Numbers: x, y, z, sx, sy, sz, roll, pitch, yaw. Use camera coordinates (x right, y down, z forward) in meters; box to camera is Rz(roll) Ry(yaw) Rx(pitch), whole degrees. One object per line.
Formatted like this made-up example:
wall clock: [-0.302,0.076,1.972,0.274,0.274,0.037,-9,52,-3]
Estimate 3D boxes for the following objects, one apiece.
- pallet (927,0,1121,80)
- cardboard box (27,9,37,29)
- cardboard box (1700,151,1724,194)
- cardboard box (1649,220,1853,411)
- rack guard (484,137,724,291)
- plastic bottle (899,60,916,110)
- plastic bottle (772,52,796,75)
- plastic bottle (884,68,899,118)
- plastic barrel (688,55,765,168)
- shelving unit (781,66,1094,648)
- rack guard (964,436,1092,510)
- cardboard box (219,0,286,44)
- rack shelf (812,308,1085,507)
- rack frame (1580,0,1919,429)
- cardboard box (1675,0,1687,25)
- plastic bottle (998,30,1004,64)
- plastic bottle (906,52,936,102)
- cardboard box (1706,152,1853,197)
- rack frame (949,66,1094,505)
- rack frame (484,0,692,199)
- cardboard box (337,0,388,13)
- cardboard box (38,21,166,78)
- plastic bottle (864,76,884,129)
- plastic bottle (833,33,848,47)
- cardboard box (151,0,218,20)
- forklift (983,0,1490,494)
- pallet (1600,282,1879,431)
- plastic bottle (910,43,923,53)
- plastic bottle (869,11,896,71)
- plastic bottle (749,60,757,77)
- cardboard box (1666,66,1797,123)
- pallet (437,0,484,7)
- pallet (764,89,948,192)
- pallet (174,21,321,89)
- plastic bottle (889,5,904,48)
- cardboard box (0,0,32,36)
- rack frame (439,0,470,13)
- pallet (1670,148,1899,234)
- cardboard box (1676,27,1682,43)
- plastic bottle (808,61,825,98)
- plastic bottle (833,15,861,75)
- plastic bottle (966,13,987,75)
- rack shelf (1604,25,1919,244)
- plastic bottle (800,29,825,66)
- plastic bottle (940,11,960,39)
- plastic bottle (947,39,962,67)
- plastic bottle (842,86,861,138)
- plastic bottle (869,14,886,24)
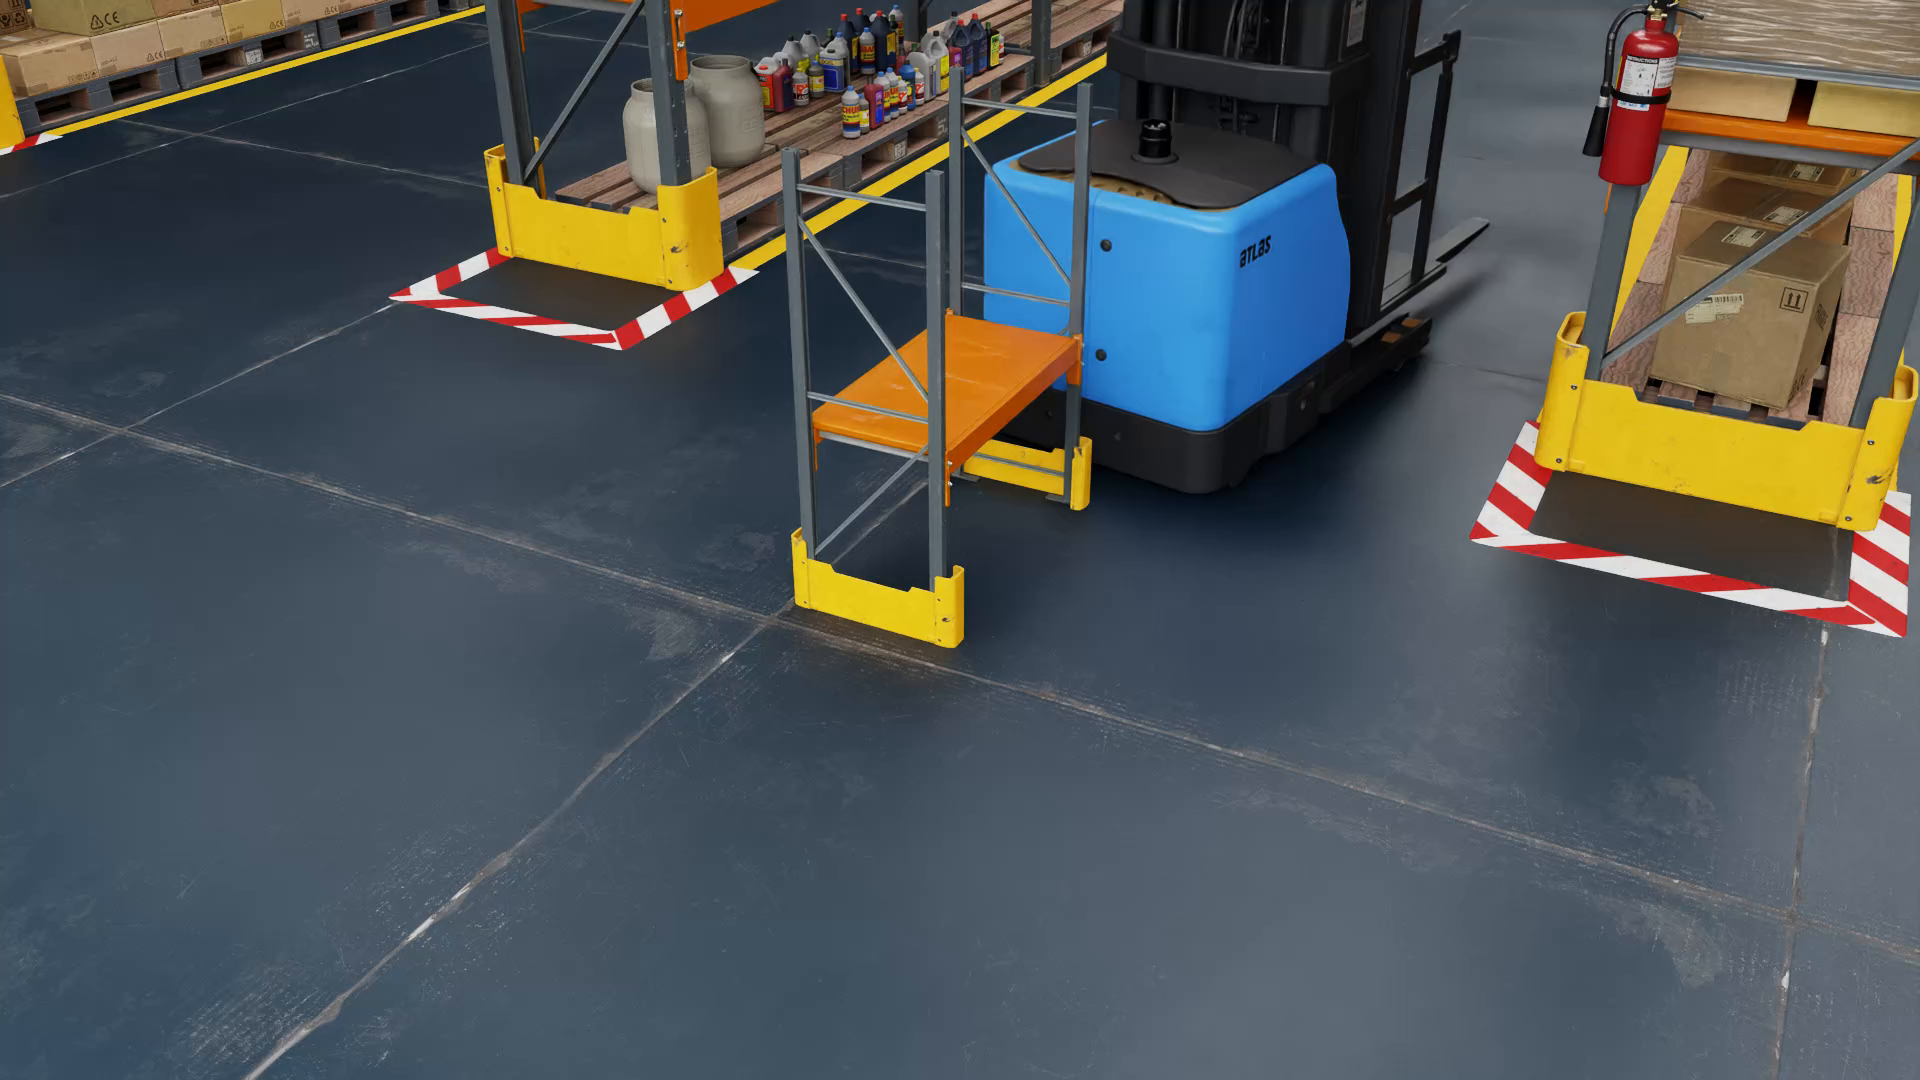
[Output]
pallet: [0.442,-3.538,11.699,1.003,0.211,1.213,14,33,23]
cardboard box: [-5.912,-3.261,10.757,0.500,0.250,0.500,14,33,23]
cardboard box: [4.056,-1.941,8.207,0.500,0.500,0.500,-26,39,-37]
cardboard box: [3.006,-0.865,6.332,0.500,0.500,0.500,21,36,32]
rack guard: [-1.710,-1.578,7.995,1.175,0.500,0.348,14,33,23]
plastic bottle: [-0.306,-2.644,9.640,0.097,0.271,0.097,0,30,0]
plastic bottle: [-1.054,-2.708,9.746,0.152,0.276,0.135,13,32,22]
plastic bottle: [-0.398,-2.554,9.484,0.097,0.271,0.097,0,30,0]
plastic barrel: [-1.243,-2.252,8.736,0.421,0.512,0.421,0,30,0]
shelving unit: [-0.035,-0.617,5.318,0.587,1.500,1.083,14,33,23]
rack guard: [0.192,-0.295,6.013,0.587,0.250,0.087,14,33,23]
cardboard box: [-4.984,-3.584,11.319,0.500,0.250,0.500,14,33,23]
rack shelf: [-0.039,-0.457,5.400,0.538,0.185,1.000,14,33,23]
rack frame: [2.706,-1.494,5.339,1.000,3.000,0.127,14,33,23]
cardboard box: [3.102,-2.152,6.087,0.875,0.500,0.500,14,33,23]
plastic bottle: [0.231,-3.136,10.568,0.097,0.201,0.097,0,30,0]
plastic bottle: [-0.230,-2.750,9.820,0.152,0.276,0.135,15,33,24]
cardboard box: [3.549,-1.411,7.283,0.500,0.500,0.500,18,34,28]
rack frame: [0.193,-0.838,5.703,0.500,1.500,0.032,14,33,23]
rack frame: [-1.703,-2.617,7.296,1.000,3.000,0.127,14,33,23]
cardboard box: [-4.542,-4.031,12.097,0.500,0.250,0.500,14,33,23]
cardboard box: [-5.444,-3.142,10.549,0.500,0.250,0.500,14,33,23]
plastic bottle: [-0.480,-2.459,9.306,0.061,0.283,0.133,15,33,24]
plastic bottle: [-0.738,-2.977,10.220,0.097,0.271,0.097,0,30,0]
cardboard box: [-5.226,-3.691,10.753,0.500,0.500,0.500,14,33,23]
forklift: [1.360,-2.109,6.480,1.130,2.935,3.031,21,36,31]
pallet: [3.142,-0.670,6.705,1.003,0.211,1.213,14,33,23]
plastic bottle: [-0.255,-2.836,9.962,0.061,0.283,0.133,14,33,23]
plastic bottle: [-0.490,-3.136,10.417,0.144,0.351,0.185,14,33,23]
plastic bottle: [-1.220,-2.600,9.551,0.061,0.283,0.133,15,33,24]
cardboard box: [2.652,-1.558,5.703,0.380,0.149,0.250,14,33,23]
pallet: [-3.988,-4.642,13.622,1.003,0.211,1.213,14,33,23]
pallet: [-0.779,-2.350,9.630,1.003,0.211,1.213,14,33,23]
pallet: [-5.243,-3.421,11.495,1.003,0.211,1.213,14,33,23]
plastic bottle: [-0.416,-3.356,10.880,0.097,0.271,0.097,0,30,0]
cardboard box: [-6.131,-3.363,10.180,0.500,0.500,0.500,14,33,23]
rack frame: [-4.289,-5.516,12.343,1.000,3.000,0.127,14,33,23]
pallet: [4.254,-1.752,8.589,1.003,0.211,1.213,14,33,23]
cardboard box: [2.835,-1.791,6.109,0.380,0.149,0.250,14,33,23]
plastic bottle: [-0.855,-2.742,9.880,0.097,0.201,0.097,0,30,0]
plastic bottle: [-0.704,-3.085,10.329,0.144,0.351,0.185,13,32,21]
plastic bottle: [0.082,-3.082,10.322,0.144,0.351,0.185,13,32,22]
rack shelf: [3.617,-2.068,7.062,1.077,0.370,4.000,14,33,23]
plastic bottle: [-0.898,-2.897,10.000,0.144,0.351,0.185,14,33,23]
plastic bottle: [-0.046,-3.114,10.379,0.144,0.351,0.185,14,33,23]
plastic bottle: [-0.042,-2.886,10.049,0.061,0.283,0.133,17,34,27]
plastic bottle: [-0.600,-2.358,9.142,0.097,0.271,0.097,0,30,0]
plastic bottle: [-0.539,-3.209,10.619,0.152,0.276,0.135,16,33,25]
